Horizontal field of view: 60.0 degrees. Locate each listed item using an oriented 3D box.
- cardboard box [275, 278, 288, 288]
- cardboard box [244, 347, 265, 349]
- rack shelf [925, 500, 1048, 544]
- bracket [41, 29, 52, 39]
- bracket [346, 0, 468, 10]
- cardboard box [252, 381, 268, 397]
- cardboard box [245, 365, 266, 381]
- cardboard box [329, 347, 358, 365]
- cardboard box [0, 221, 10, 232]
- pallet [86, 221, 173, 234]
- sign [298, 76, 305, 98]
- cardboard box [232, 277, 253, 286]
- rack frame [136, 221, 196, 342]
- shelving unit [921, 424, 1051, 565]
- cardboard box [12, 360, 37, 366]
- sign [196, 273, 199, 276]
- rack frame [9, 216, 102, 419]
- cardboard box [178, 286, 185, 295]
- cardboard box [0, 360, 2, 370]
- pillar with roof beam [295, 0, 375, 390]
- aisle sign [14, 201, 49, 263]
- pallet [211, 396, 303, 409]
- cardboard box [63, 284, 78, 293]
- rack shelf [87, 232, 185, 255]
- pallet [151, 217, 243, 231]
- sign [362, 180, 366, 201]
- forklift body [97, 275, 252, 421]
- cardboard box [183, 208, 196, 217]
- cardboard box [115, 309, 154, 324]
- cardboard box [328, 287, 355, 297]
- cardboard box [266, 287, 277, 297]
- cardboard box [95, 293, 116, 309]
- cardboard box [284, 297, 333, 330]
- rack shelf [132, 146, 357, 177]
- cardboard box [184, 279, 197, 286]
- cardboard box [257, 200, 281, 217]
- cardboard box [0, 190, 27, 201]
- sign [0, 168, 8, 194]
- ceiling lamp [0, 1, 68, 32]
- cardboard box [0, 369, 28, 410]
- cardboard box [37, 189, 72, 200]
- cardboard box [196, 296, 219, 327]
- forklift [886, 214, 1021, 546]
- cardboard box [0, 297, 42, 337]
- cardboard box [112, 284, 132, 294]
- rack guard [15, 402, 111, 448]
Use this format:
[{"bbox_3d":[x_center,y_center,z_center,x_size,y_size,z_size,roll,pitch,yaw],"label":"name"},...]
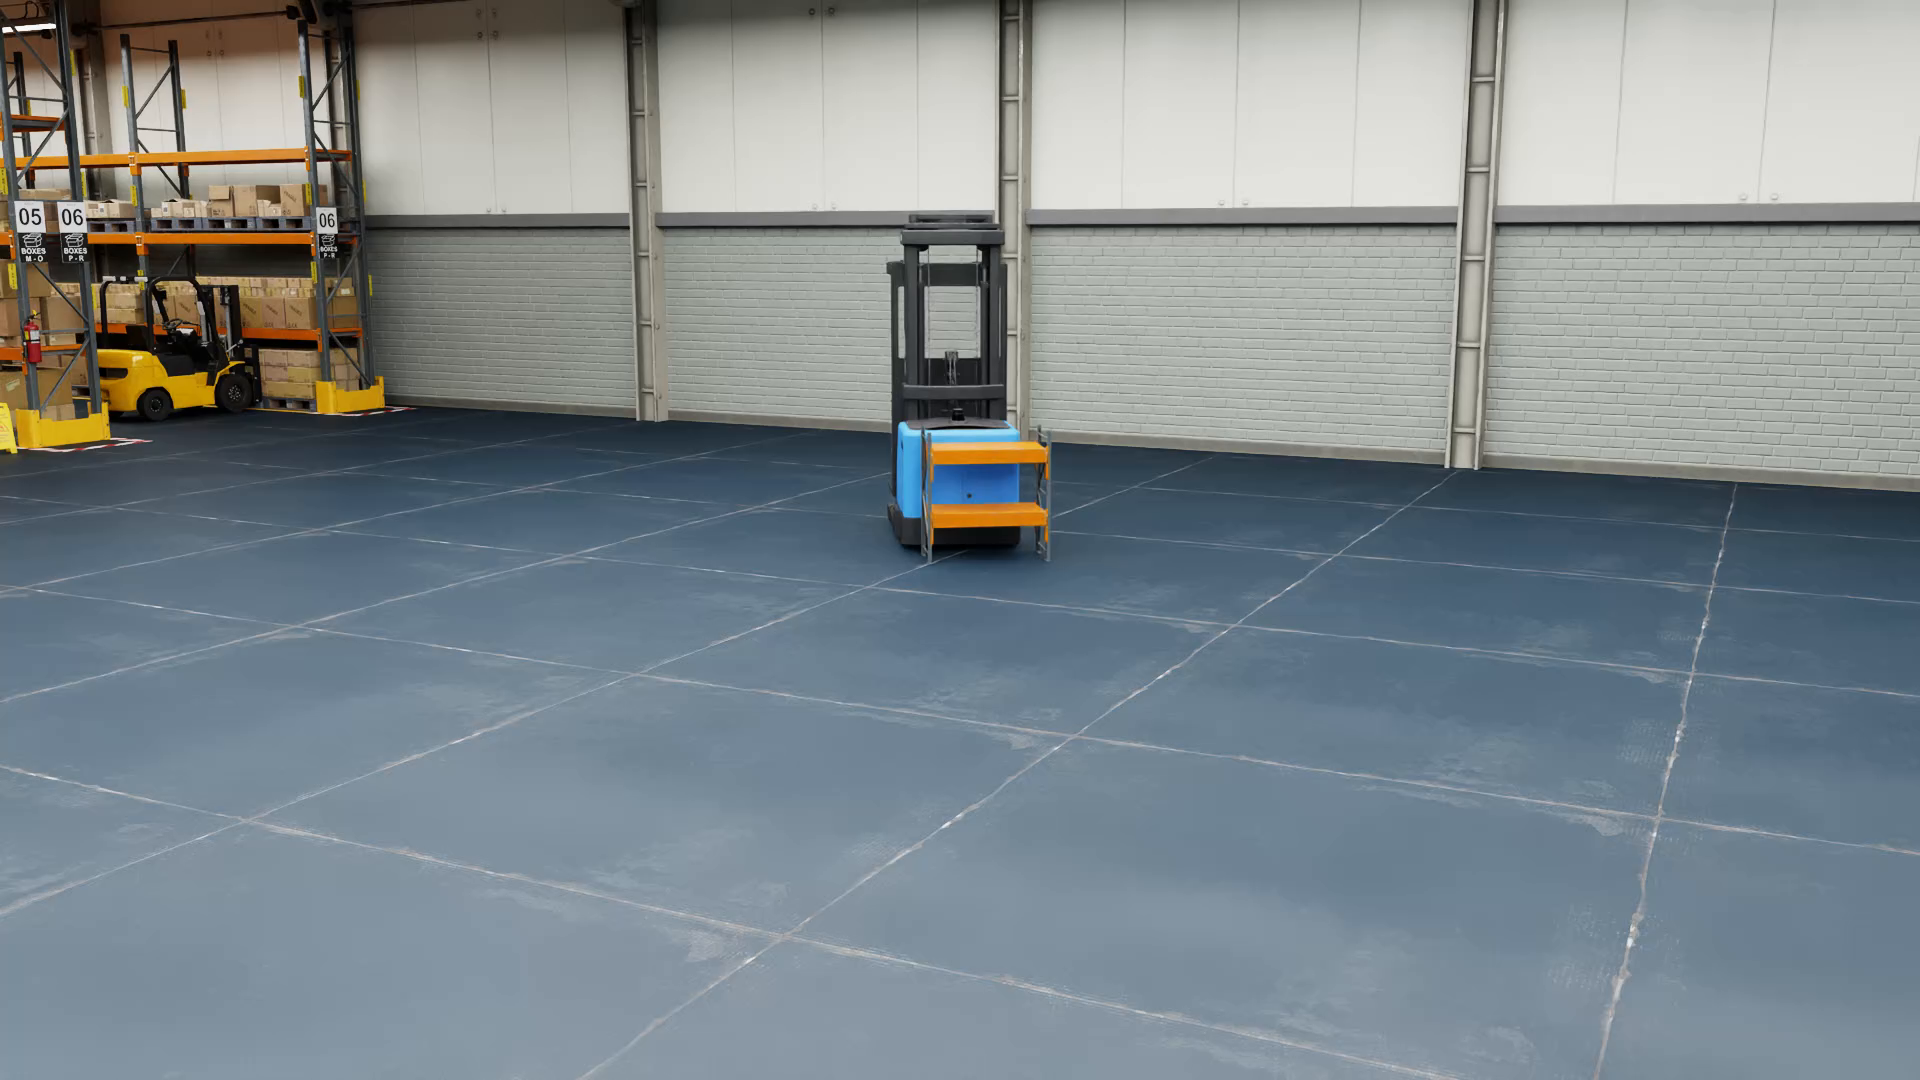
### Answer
[{"bbox_3d":[-10.728,-4.116,26.612,0.250,0.149,0.380,5,12,27],"label":"cardboard box"},{"bbox_3d":[-11.751,-3.026,27.264,0.500,0.250,0.500,5,11,25],"label":"cardboard box"},{"bbox_3d":[0.217,-0.156,14.307,1.000,0.278,0.538,-1,10,-8],"label":"rack shelf"},{"bbox_3d":[-15.967,-8.947,29.288,0.430,0.232,0.235,5,11,26],"label":"bracket"},{"bbox_3d":[-7.517,-8.204,25.185,4.783,0.066,0.076,5,11,26],"label":"bracket"},{"bbox_3d":[-11.279,-2.498,27.149,0.500,0.250,0.500,5,11,26],"label":"cardboard box"},{"bbox_3d":[-11.324,-2.742,27.098,0.500,0.250,0.500,5,11,25],"label":"cardboard box"},{"bbox_3d":[-10.179,-2.990,27.060,0.500,0.250,0.500,5,11,25],"label":"cardboard box"},{"bbox_3d":[-12.468,-4.119,21.847,0.250,0.149,0.380,5,11,26],"label":"cardboard box"},{"bbox_3d":[-14.216,-5.340,28.429,1.217,0.209,0.805,5,11,24],"label":"pallet"},{"bbox_3d":[-10.085,-6.941,25.468,0.005,0.325,0.100,5,11,26],"label":"sign"},{"bbox_3d":[-11.624,-4.205,27.104,0.250,0.149,0.380,5,11,27],"label":"cardboard box"},{"bbox_3d":[-13.419,-3.891,28.306,0.127,3.000,1.000,5,11,26],"label":"rack frame"},{"bbox_3d":[0.217,-0.397,14.263,1.048,1.125,0.538,-1,10,-8],"label":"shelving unit"},{"bbox_3d":[-16.453,-3.193,29.939,0.625,0.625,0.875,5,12,28],"label":"cardboard box"},{"bbox_3d":[-13.175,-4.445,28.713,0.005,0.325,0.100,5,11,26],"label":"sign"},{"bbox_3d":[-12.025,-2.783,22.183,0.127,3.000,1.000,5,11,26],"label":"rack frame"},{"bbox_3d":[-12.771,-4.156,27.669,0.250,0.149,0.380,5,11,26],"label":"cardboard box"},{"bbox_3d":[-13.217,-2.364,22.485,0.250,0.149,0.380,5,12,27],"label":"cardboard box"},{"bbox_3d":[-11.962,-6.039,23.330,0.548,9.000,9.100,5,11,26],"label":"pillar with roof beam"},{"bbox_3d":[-12.097,-4.011,21.669,0.004,0.787,0.394,5,11,26],"label":"aisle sign"},{"bbox_3d":[-11.626,-2.354,27.642,1.213,0.211,1.003,5,11,26],"label":"pallet"},{"bbox_3d":[-15.255,-4.355,28.770,0.250,0.149,0.380,5,11,24],"label":"cardboard box"},{"bbox_3d":[-15.213,-5.171,28.974,4.000,0.370,1.077,5,11,26],"label":"rack shelf"},{"bbox_3d":[-12.643,-5.260,27.699,1.213,0.211,1.003,5,11,26],"label":"pallet"},{"bbox_3d":[-9.581,-5.609,26.700,0.005,0.325,0.100,5,11,26],"label":"sign"},{"bbox_3d":[-12.340,-3.016,25.856,1.214,2.155,2.313,5,11,26],"label":"forklift body"},{"bbox_3d":[-12.462,-5.355,27.217,0.250,0.149,0.380,5,12,28],"label":"cardboard box"},{"bbox_3d":[-13.987,-3.815,28.308,0.500,0.250,0.500,5,12,27],"label":"cardboard box"},{"bbox_3d":[-10.021,-4.012,26.875,0.250,0.149,0.380,5,11,24],"label":"cardboard box"},{"bbox_3d":[-10.932,-3.994,26.772,0.250,0.149,0.380,5,11,25],"label":"cardboard box"},{"bbox_3d":[-14.437,-4.100,28.481,0.500,0.250,0.500,5,11,24],"label":"cardboard box"},{"bbox_3d":[-10.389,-3.622,26.539,0.500,0.500,0.500,5,11,25],"label":"cardboard box"},{"bbox_3d":[-11.625,-6.135,27.001,4.000,0.370,1.077,5,11,26],"label":"rack shelf"},{"bbox_3d":[-12.572,-4.272,27.473,0.250,0.149,0.380,5,12,27],"label":"cardboard box"},{"bbox_3d":[-10.937,-5.278,26.467,0.258,0.266,0.396,5,11,26],"label":"cardboard box"},{"bbox_3d":[-12.459,-4.507,21.754,0.250,0.149,0.380,5,11,26],"label":"cardboard box"},{"bbox_3d":[-12.288,-4.607,21.356,0.005,0.325,0.100,5,11,26],"label":"sign"},{"bbox_3d":[-14.267,-9.353,25.253,2.000,3.185,0.800,5,11,26],"label":"ceiling lamp"},{"bbox_3d":[-12.859,-2.027,22.442,0.500,0.500,0.500,5,11,26],"label":"cardboard box"},{"bbox_3d":[-15.551,-5.811,28.752,0.500,0.500,0.500,5,12,27],"label":"cardboard box"},{"bbox_3d":[-12.208,-3.785,27.442,0.500,0.500,0.500,5,11,25],"label":"cardboard box"},{"bbox_3d":[-0.126,-1.602,15.852,1.130,2.935,3.031,-1,10,-6],"label":"forklift"},{"bbox_3d":[-12.633,-2.977,22.141,0.500,0.500,0.500,5,11,25],"label":"cardboard box"},{"bbox_3d":[-14.259,-4.296,28.442,0.250,0.149,0.380,5,11,26],"label":"cardboard box"},{"bbox_3d":[-12.093,-1.559,22.439,0.348,0.500,1.175,5,11,26],"label":"rack guard"}]
